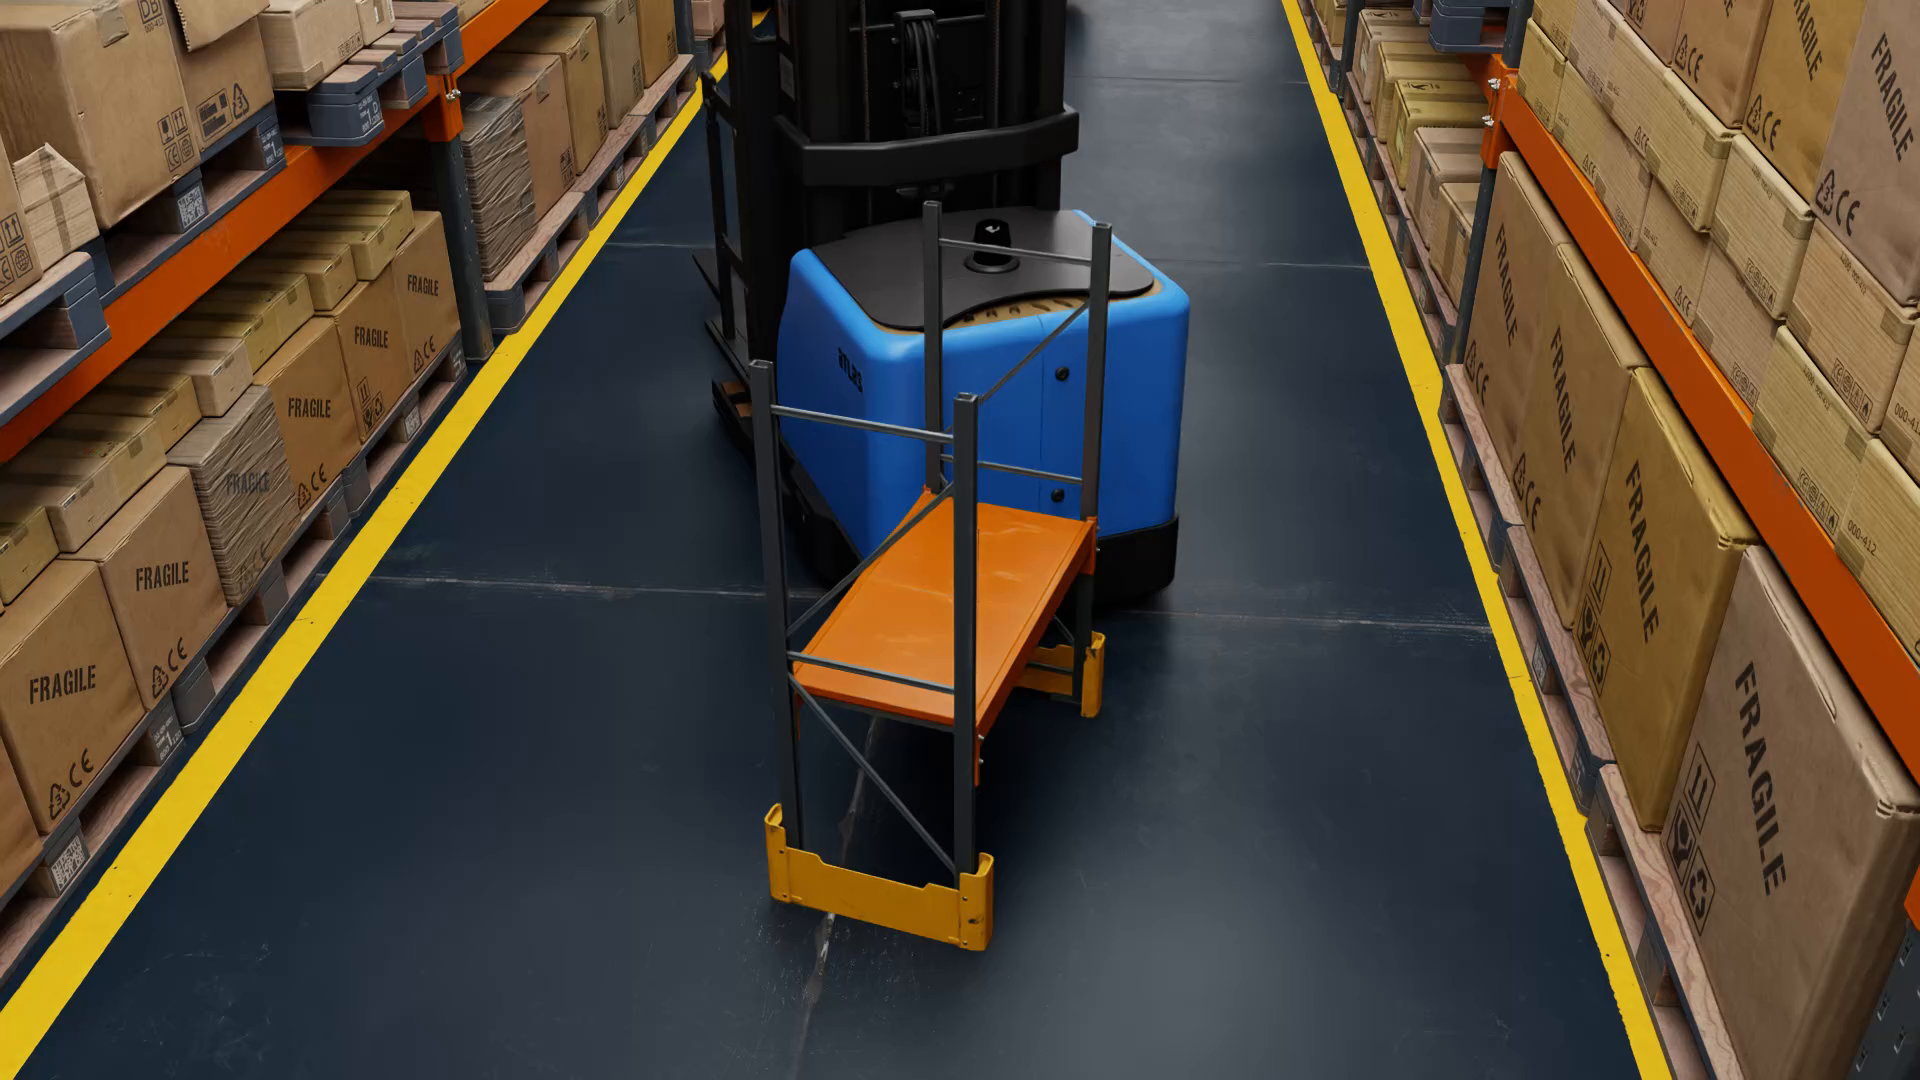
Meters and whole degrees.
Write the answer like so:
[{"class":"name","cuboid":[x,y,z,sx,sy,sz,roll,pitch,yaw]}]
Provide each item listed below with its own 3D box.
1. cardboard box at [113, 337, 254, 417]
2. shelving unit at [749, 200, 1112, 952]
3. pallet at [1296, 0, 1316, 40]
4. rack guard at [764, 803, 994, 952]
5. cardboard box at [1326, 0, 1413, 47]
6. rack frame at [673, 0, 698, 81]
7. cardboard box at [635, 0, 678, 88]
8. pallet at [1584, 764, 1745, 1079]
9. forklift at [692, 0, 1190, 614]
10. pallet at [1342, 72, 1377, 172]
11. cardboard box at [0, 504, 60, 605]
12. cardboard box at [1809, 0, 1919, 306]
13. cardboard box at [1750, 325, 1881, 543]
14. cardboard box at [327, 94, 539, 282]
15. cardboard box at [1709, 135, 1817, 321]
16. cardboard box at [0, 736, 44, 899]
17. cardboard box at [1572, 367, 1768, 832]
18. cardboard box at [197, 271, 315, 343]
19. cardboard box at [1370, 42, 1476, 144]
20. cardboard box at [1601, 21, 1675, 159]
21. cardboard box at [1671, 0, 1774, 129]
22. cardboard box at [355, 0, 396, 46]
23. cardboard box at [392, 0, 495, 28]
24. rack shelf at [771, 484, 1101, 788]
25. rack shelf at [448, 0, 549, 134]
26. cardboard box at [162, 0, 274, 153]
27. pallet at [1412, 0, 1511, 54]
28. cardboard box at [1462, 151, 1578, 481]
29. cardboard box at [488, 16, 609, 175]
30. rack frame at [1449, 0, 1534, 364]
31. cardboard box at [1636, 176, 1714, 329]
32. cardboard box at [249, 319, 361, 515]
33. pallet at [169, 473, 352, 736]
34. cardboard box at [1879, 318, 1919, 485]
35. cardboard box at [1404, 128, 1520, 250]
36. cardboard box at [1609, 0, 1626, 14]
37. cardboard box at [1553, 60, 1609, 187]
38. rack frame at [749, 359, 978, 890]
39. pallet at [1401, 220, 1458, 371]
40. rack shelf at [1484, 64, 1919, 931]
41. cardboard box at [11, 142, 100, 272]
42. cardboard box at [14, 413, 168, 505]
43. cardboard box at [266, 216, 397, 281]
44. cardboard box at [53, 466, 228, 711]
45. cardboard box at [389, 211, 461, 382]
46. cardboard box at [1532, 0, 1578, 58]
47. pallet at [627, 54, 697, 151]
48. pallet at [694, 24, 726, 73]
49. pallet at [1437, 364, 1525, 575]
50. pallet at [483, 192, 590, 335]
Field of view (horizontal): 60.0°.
[{"class":"cardboard box","cuboid":[-2.399,-0.498,5.062,0.380,0.149,0.250,1,32,2]},{"class":"shelving unit","cuboid":[-0.033,0.062,4.220,0.587,1.500,1.083,11,33,17]},{"class":"pallet","cuboid":[2.914,-3.755,11.642,1.003,0.211,1.213,2,32,4]},{"class":"rack guard","cuboid":[-0.203,0.840,4.149,0.587,0.250,0.087,11,33,17]},{"class":"cardboard box","cuboid":[2.579,-3.279,10.431,0.500,0.250,0.500,4,32,6]},{"class":"rack frame","cuboid":[-2.149,-4.160,9.641,1.000,3.000,0.127,2,32,4]},{"class":"cardboard box","cuboid":[-2.181,-3.054,9.710,0.875,0.625,0.625,4,32,6]},{"class":"pallet","cuboid":[2.135,1.014,3.903,1.003,0.211,1.213,2,32,4]},{"class":"forklift","cuboid":[-0.318,-1.680,5.683,1.130,2.935,3.031,-12,34,-18]},{"class":"pallet","cuboid":[2.736,-2.355,9.371,1.003,0.211,1.213,2,32,4]},{"class":"cardboard box","cuboid":[-2.542,0.030,4.207,0.380,0.149,0.250,2,32,3]},{"class":"cardboard box","cuboid":[1.968,-0.750,3.059,0.500,0.500,0.500,3,32,5]},{"class":"cardboard box","cuboid":[1.975,-0.214,3.381,0.500,0.250,0.500,2,32,3]},{"class":"cardboard box","cuboid":[-2.410,-1.562,7.288,0.875,0.625,0.625,3,32,6]},{"class":"cardboard box","cuboid":[2.010,-0.689,3.676,0.500,0.250,0.500,3,32,5]},{"class":"cardboard box","cuboid":[-2.537,0.666,3.793,0.500,0.500,0.500,4,32,6]},{"class":"cardboard box","cuboid":[2.183,0.159,4.258,0.875,0.875,0.875,3,32,5]},{"class":"cardboard box","cuboid":[-2.386,-0.774,5.511,0.380,0.149,0.250,3,32,5]},{"class":"cardboard box","cuboid":[2.703,-2.359,8.824,0.950,0.372,0.625,4,32,7]},{"class":"cardboard box","cuboid":[2.089,-1.222,4.541,0.500,0.250,0.500,2,32,4]},{"class":"cardboard box","cuboid":[2.056,-1.285,3.928,0.500,0.500,0.500,3,32,5]},{"class":"cardboard box","cuboid":[-2.146,-1.780,5.619,0.380,0.149,0.250,3,32,5]},{"class":"cardboard box","cuboid":[-2.195,-2.226,6.646,0.500,0.250,0.500,3,32,4]},{"class":"rack shelf","cuboid":[-0.030,0.211,4.321,0.538,0.185,1.000,11,33,17]},{"class":"rack shelf","cuboid":[-2.312,-2.808,8.133,1.077,0.370,4.000,2,32,4]},{"class":"cardboard box","cuboid":[-2.423,-1.429,4.712,0.797,0.503,0.637,2,32,3]},{"class":"pallet","cuboid":[2.424,-2.154,6.568,1.213,0.211,1.003,2,32,4]},{"class":"cardboard box","cuboid":[2.334,-0.775,5.773,0.875,0.875,0.875,2,32,4]},{"class":"cardboard box","cuboid":[-2.311,-2.256,8.414,0.875,0.625,0.625,1,32,2]},{"class":"rack frame","cuboid":[2.473,-1.858,5.906,1.000,3.000,0.127,2,32,4]},{"class":"cardboard box","cuboid":[2.073,-0.748,4.247,0.500,0.250,0.500,2,32,4]},{"class":"cardboard box","cuboid":[-2.386,-0.417,5.551,0.500,0.500,0.500,4,32,6]},{"class":"pallet","cuboid":[-2.675,0.144,5.315,1.003,0.211,1.213,2,32,4]},{"class":"cardboard box","cuboid":[1.941,-0.156,2.811,0.500,0.250,0.500,2,32,4]},{"class":"cardboard box","cuboid":[2.581,-1.599,7.591,0.950,0.372,0.625,2,32,3]},{"class":"cardboard box","cuboid":[2.158,-1.819,4.794,0.500,0.500,0.500,3,32,4]},{"class":"cardboard box","cuboid":[2.158,-1.280,5.111,0.500,0.250,0.500,2,32,3]},{"class":"rack frame","cuboid":[-0.203,0.308,3.820,0.500,1.500,0.032,11,33,17]},{"class":"pallet","cuboid":[2.538,-1.080,7.300,1.003,0.211,1.213,2,32,4]},{"class":"rack shelf","cuboid":[2.310,-0.506,4.398,1.077,0.370,4.000,2,32,4]},{"class":"cardboard box","cuboid":[-2.305,-0.808,3.930,0.396,0.266,0.258,4,32,6]},{"class":"cardboard box","cuboid":[-2.462,-0.229,4.626,0.380,0.149,0.250,4,32,6]},{"class":"cardboard box","cuboid":[-2.254,-1.046,5.952,0.380,0.149,0.250,1,32,1]},{"class":"cardboard box","cuboid":[-2.458,0.126,4.669,0.500,0.500,0.500,2,32,3]},{"class":"cardboard box","cuboid":[-2.295,-0.952,6.419,0.500,0.500,0.500,3,32,5]},{"class":"cardboard box","cuboid":[2.185,-1.753,5.401,0.500,0.250,0.500,2,32,4]},{"class":"pallet","cuboid":[-2.170,-2.586,9.745,1.003,0.211,1.213,2,32,4]},{"class":"pallet","cuboid":[-2.043,-3.387,11.044,1.003,0.211,1.213,2,32,4]},{"class":"pallet","cuboid":[2.333,-0.262,5.974,1.003,0.211,1.213,2,32,4]},{"class":"pallet","cuboid":[-2.369,-1.310,7.674,1.003,0.211,1.213,2,32,4]}]
